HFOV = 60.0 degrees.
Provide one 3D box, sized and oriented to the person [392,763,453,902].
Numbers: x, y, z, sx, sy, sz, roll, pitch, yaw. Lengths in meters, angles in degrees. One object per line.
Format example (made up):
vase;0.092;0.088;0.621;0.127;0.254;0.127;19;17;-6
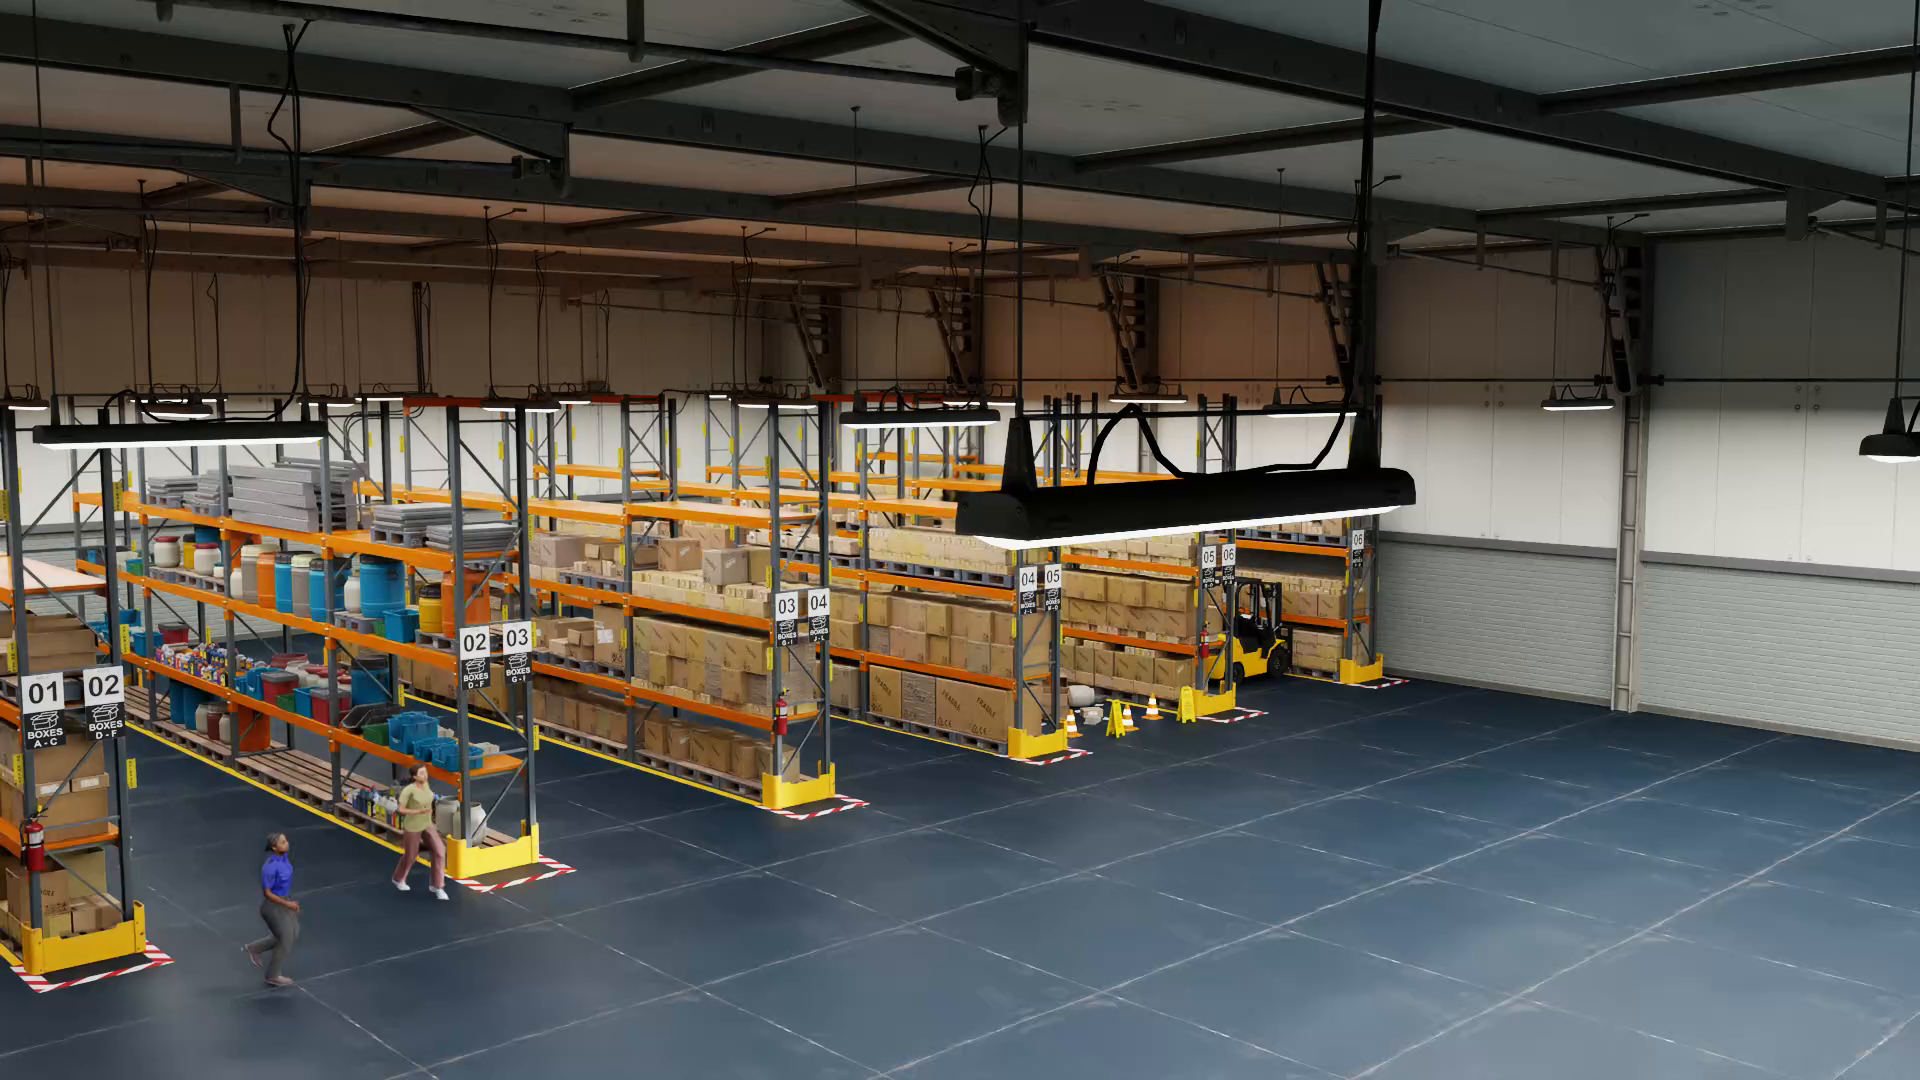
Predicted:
person;-6.595;3.558;20.305;0.912;1.660;0.597;3;6;31

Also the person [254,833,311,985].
person;-7.104;3.862;17.451;0.625;1.607;0.599;-1;6;-7
